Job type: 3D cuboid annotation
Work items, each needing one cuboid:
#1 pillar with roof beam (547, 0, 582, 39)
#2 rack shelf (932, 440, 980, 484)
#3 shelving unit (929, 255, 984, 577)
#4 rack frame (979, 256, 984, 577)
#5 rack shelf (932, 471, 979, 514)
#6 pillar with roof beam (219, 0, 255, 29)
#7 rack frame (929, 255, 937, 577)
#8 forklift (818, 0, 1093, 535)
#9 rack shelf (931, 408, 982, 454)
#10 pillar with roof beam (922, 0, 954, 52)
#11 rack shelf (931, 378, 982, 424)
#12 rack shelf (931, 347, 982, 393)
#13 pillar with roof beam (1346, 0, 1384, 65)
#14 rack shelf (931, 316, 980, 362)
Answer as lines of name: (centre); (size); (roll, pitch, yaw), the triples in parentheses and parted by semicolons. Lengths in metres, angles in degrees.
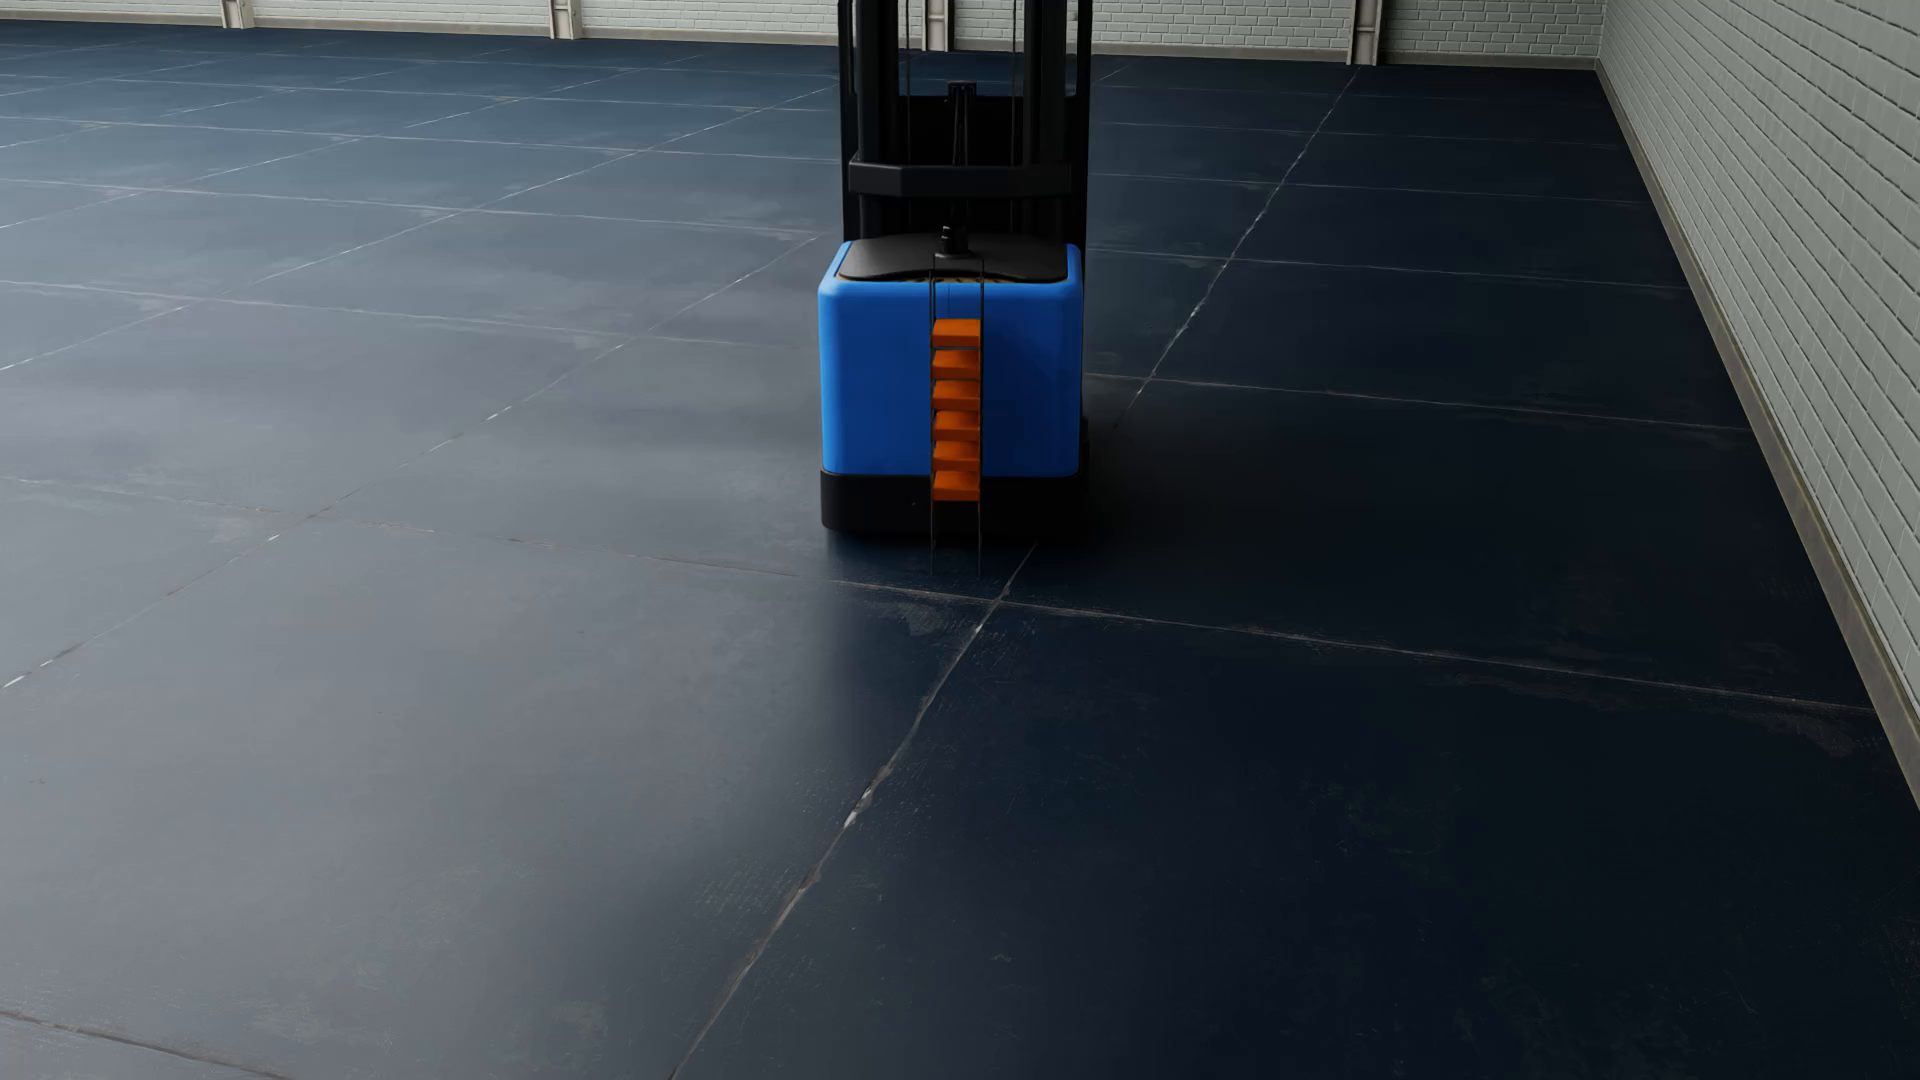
pillar with roof beam: (-7.303, -10.341, 20.123); (0.400, 9.000, 9.100); (7, 23, 16)
rack shelf: (-0.011, -0.305, 6.366); (0.180, 0.103, 0.258); (1, 22, 3)
shelving unit: (-0.011, -0.457, 6.304); (0.189, 1.200, 0.258); (1, 22, 3)
rack frame: (0.081, -0.456, 6.300); (0.006, 1.200, 0.240); (1, 22, 3)
rack shelf: (-0.011, -0.194, 6.412); (0.180, 0.103, 0.258); (1, 22, 3)
pillar with roof beam: (-13.047, -10.999, 21.727); (0.400, 9.000, 9.100); (7, 23, 16)
rack frame: (-0.102, -0.459, 6.308); (0.006, 1.200, 0.240); (1, 22, 3)
forklift: (0.034, -1.889, 7.514); (1.130, 2.935, 3.031); (1, 22, 3)
rack shelf: (-0.011, -0.416, 6.321); (0.180, 0.103, 0.258); (1, 22, 3)
pillar with roof beam: (-1.559, -9.683, 18.520); (0.400, 9.000, 9.100); (7, 23, 16)
rack shelf: (-0.011, -0.527, 6.275); (0.180, 0.103, 0.258); (1, 22, 3)
rack shelf: (-0.011, -0.638, 6.229); (0.180, 0.103, 0.258); (1, 22, 3)
pillar with roof beam: (4.186, -9.026, 16.916); (0.400, 9.000, 9.100); (7, 23, 16)
rack shelf: (-0.011, -0.749, 6.184); (0.180, 0.103, 0.258); (1, 22, 3)
